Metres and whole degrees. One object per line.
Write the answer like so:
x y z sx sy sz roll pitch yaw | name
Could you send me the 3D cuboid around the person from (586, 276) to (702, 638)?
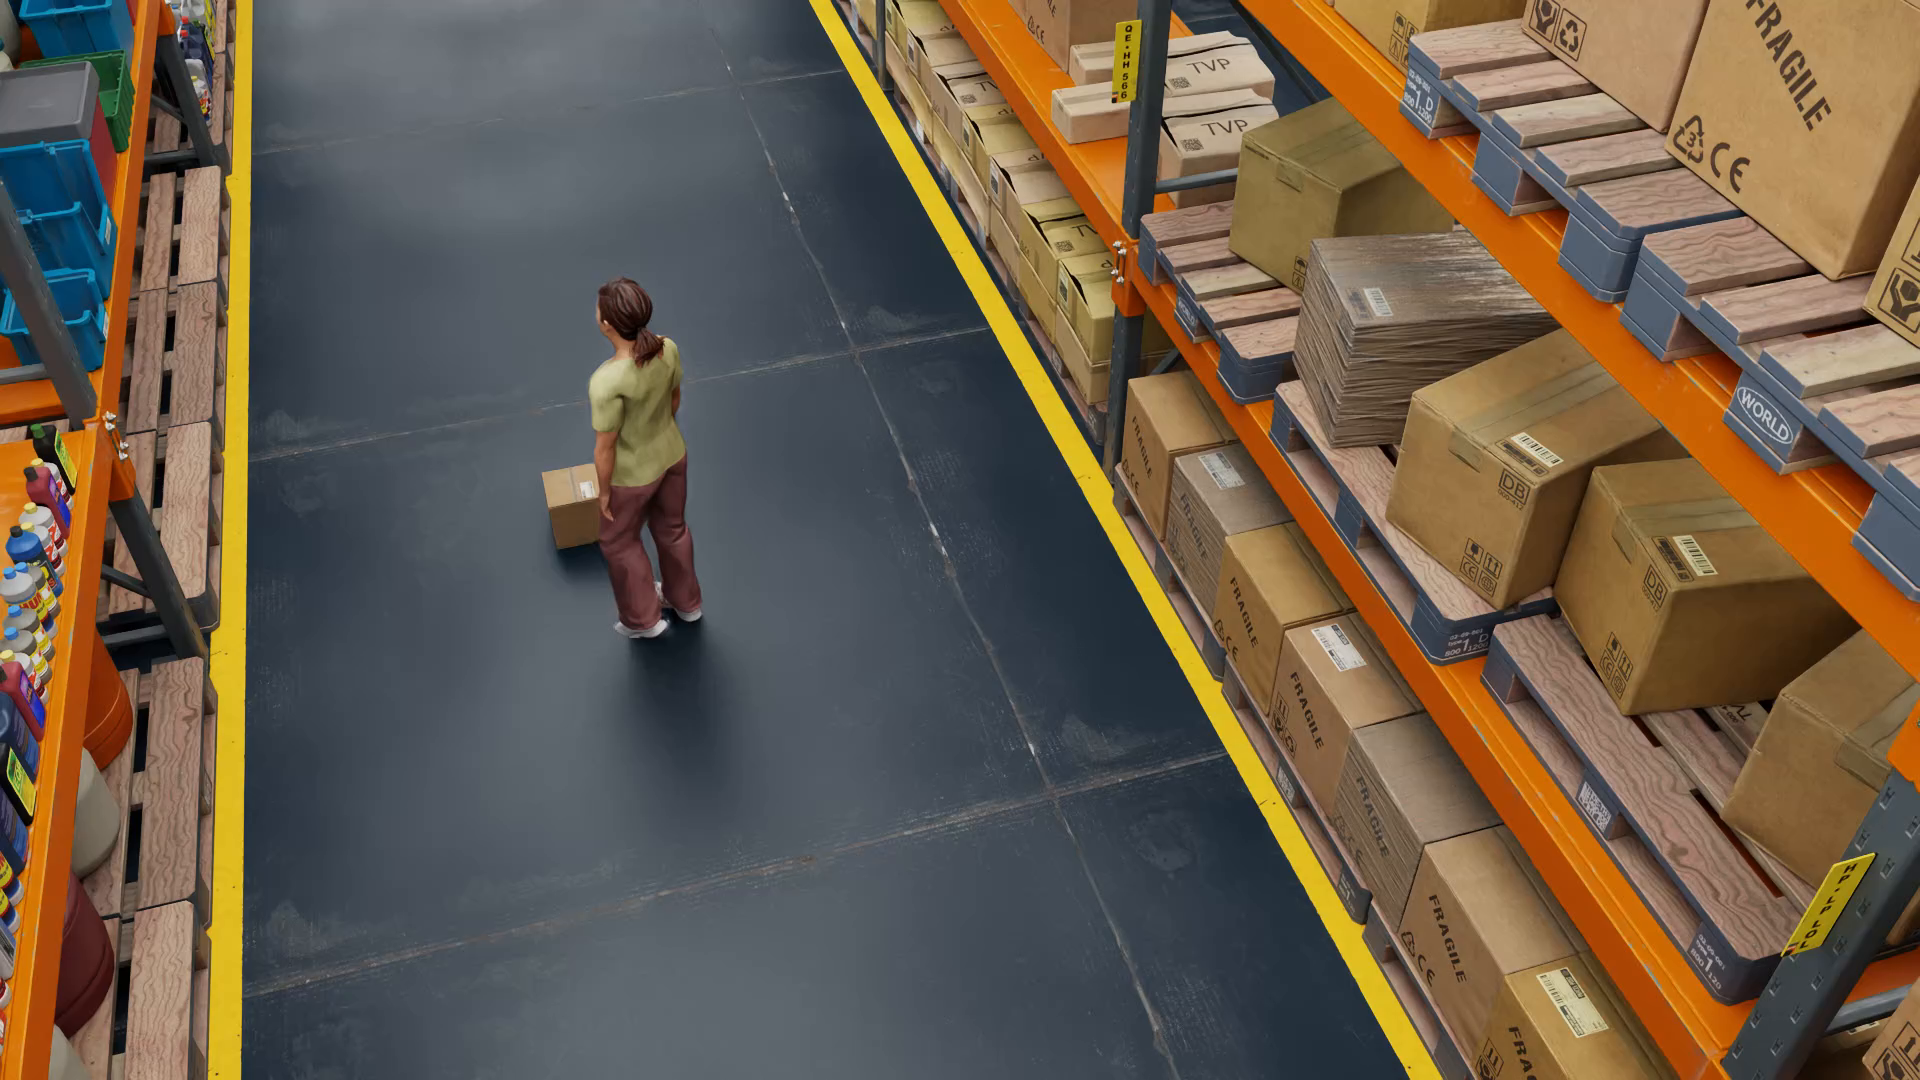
-1.243 -0.260 6.480 0.400 1.751 0.495 24 48 24 | person
